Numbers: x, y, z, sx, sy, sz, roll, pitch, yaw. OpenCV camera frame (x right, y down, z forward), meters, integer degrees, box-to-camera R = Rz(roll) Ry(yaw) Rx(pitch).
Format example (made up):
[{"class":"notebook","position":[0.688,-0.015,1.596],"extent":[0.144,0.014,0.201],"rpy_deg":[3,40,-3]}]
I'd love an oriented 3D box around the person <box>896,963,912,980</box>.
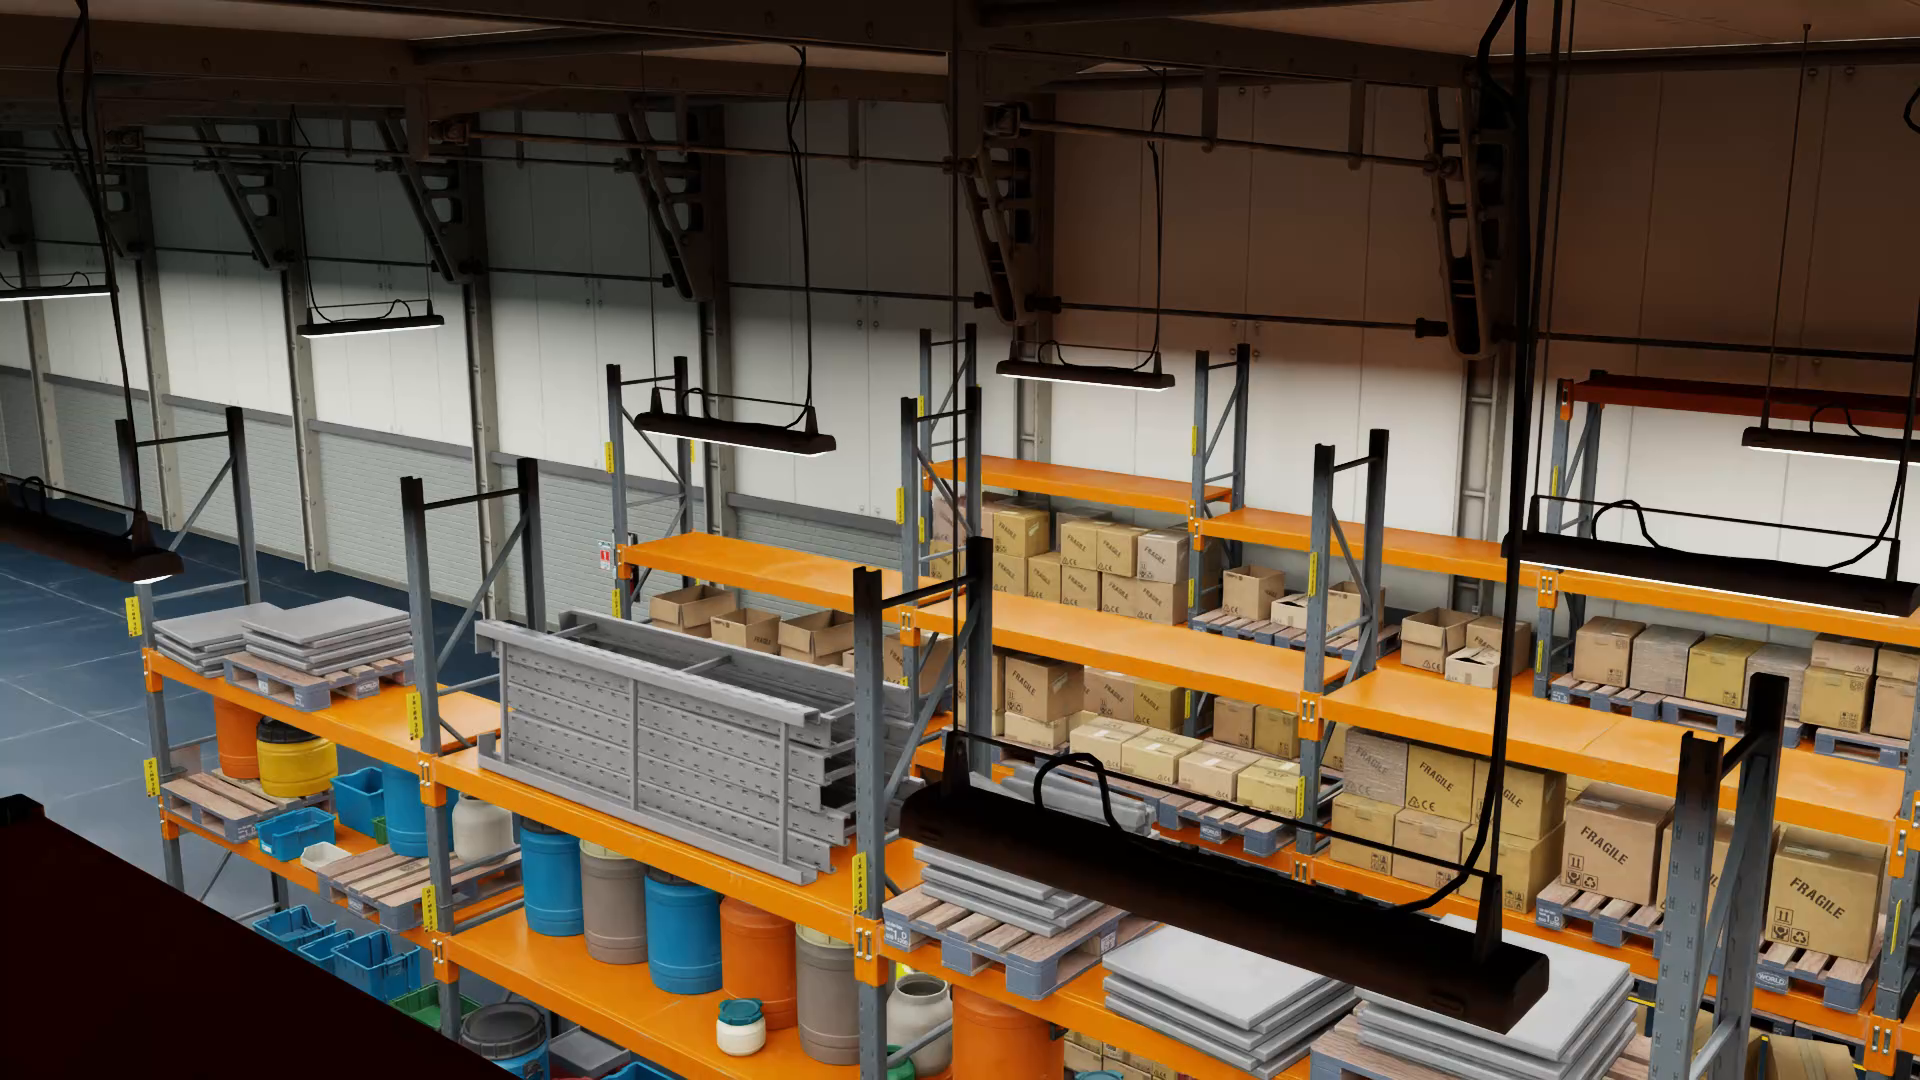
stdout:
[{"class":"person","position":[-0.671,4.130,13.986],"extent":[1.069,1.723,0.549],"rpy_deg":[6,14,24]}]
